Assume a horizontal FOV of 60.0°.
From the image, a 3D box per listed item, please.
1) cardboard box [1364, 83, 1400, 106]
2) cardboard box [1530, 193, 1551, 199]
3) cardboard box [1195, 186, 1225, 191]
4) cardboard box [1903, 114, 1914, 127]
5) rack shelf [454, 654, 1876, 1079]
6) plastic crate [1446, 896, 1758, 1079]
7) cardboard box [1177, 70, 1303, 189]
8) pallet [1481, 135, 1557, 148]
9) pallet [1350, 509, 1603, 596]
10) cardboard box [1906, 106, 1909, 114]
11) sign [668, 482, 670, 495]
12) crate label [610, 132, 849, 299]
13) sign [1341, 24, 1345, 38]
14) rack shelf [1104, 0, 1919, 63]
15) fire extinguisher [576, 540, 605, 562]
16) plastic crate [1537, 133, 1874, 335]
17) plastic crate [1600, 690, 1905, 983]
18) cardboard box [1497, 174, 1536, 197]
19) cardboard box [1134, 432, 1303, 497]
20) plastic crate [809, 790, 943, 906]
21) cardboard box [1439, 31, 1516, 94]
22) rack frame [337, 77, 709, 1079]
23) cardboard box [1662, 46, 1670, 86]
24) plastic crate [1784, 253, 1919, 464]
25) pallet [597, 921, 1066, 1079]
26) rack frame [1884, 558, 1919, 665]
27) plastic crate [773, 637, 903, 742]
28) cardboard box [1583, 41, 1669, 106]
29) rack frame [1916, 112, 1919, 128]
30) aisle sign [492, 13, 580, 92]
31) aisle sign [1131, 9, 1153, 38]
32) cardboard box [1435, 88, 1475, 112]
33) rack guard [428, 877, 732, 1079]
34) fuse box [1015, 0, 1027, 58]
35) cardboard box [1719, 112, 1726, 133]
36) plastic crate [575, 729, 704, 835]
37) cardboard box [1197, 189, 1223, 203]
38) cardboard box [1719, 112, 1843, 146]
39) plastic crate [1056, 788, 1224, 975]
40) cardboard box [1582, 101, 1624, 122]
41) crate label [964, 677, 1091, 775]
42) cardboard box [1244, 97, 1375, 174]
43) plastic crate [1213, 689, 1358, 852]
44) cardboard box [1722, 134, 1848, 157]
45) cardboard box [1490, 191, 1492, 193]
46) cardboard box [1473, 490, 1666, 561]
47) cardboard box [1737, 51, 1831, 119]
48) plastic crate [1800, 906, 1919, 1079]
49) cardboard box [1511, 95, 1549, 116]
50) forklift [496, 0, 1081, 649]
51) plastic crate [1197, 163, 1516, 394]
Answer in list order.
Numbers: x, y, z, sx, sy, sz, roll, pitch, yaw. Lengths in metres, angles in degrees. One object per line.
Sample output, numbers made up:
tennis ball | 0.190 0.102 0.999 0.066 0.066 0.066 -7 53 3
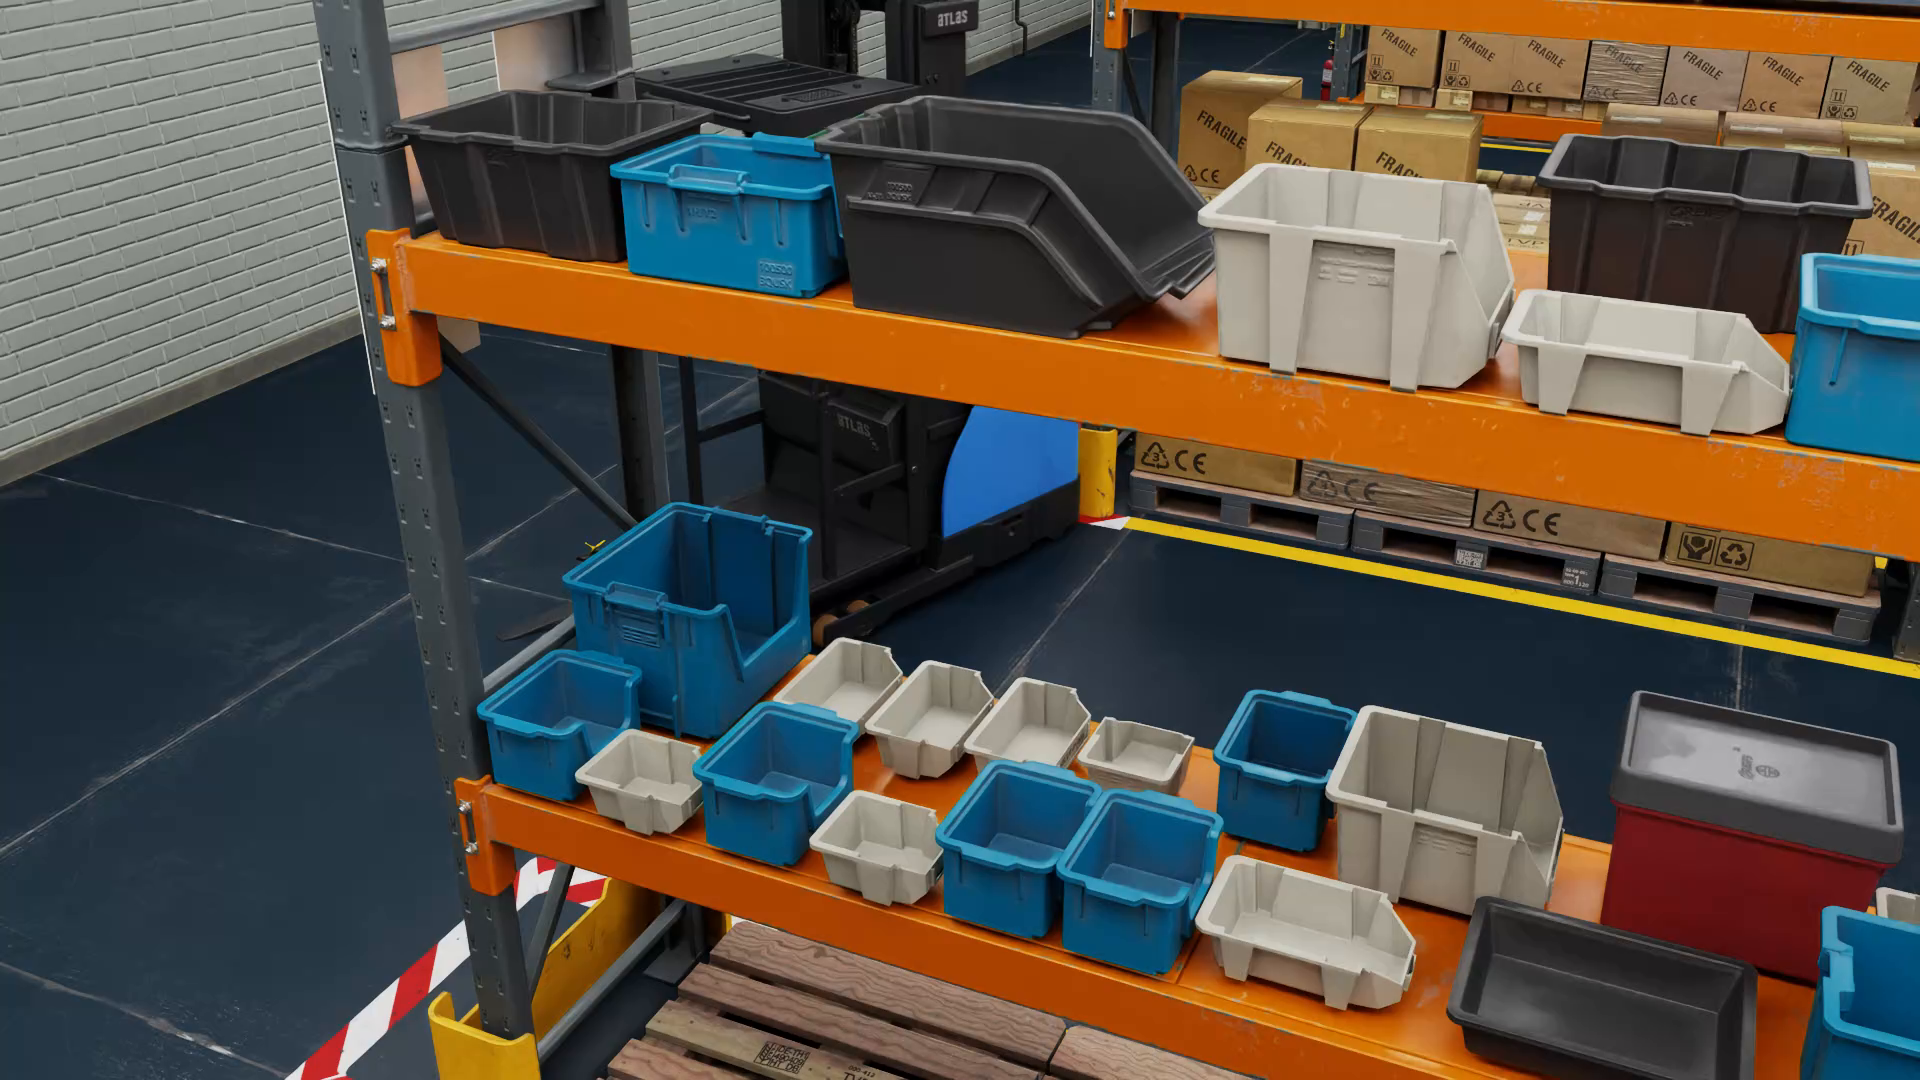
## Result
cardboard box | 3.210 -3.388 12.520 0.250 0.149 0.380 11 28 21
cardboard box | 4.373 -2.469 12.448 0.250 0.149 0.380 13 29 24
cardboard box | 1.456 -1.800 8.843 0.500 0.250 0.500 11 28 21
cardboard box | 6.335 -2.806 11.337 0.250 0.149 0.380 11 28 21
rack shelf | 0.676 0.964 4.210 4.000 0.370 1.077 11 28 22
plastic crate | 1.366 1.007 3.552 0.590 0.125 0.437 11 28 22
cardboard box | 1.458 -2.135 8.675 0.500 0.500 0.500 12 29 22
pallet | 5.768 -4.335 17.315 1.213 0.211 1.003 11 28 22
pallet | 2.772 -0.126 8.768 1.213 0.211 1.003 11 28 22
cardboard box | 6.569 -3.031 11.795 0.250 0.149 0.380 12 29 24
sign | -0.932 -0.022 5.213 0.005 0.325 0.100 11 28 22
crate label | -0.439 -0.705 3.558 0.502 0.251 0.408 11 28 22
sign | 2.826 -3.862 12.218 0.005 0.325 0.100 11 28 22
rack shelf | 2.726 -2.373 7.593 4.000 0.370 1.077 11 28 22
fire extinguisher | -1.094 0.267 5.321 0.183 0.674 0.296 11 28 22
plastic crate | 1.479 -0.617 3.360 0.590 0.269 0.497 11 28 22
plastic crate | 1.787 0.687 3.818 0.583 0.464 0.402 11 28 22
cardboard box | 4.340 -2.735 12.988 0.250 0.149 0.380 10 28 20
cardboard box | 1.521 -0.866 9.043 0.875 0.875 0.875 11 28 22
plastic crate | -0.181 0.761 4.040 0.298 0.136 0.250 11 28 22
cardboard box | 3.843 -3.589 12.194 0.500 0.500 0.500 11 28 22
rack frame | -1.145 0.276 4.794 0.127 3.000 1.000 11 28 22
cardboard box | 4.948 -3.611 12.238 0.500 0.500 0.500 13 29 24
plastic crate | 1.536 -0.302 2.760 0.300 0.233 0.416 11 28 22
pallet | -0.410 1.693 5.072 1.213 0.211 1.003 11 28 22
rack frame | 4.547 -0.984 7.354 0.127 3.000 1.000 11 28 22
plastic crate | -0.328 0.443 4.684 0.243 0.136 0.396 11 28 22
cardboard box | 4.750 -3.404 11.818 0.500 0.500 0.500 11 28 20
rack frame | 6.692 -2.960 11.367 0.127 3.000 1.000 11 28 22
aisle sign | -1.089 -1.022 4.486 0.004 0.787 0.394 11 28 22
aisle sign | 0.964 -3.016 8.537 0.004 0.787 0.394 11 28 22
cardboard box | 3.681 -3.287 12.316 0.250 0.149 0.380 11 28 20
rack guard | -1.172 1.398 5.345 0.348 0.500 1.175 11 28 22
fuse box | 0.867 -6.962 20.954 0.414 1.711 0.539 11 28 22
cardboard box | 5.353 -2.977 11.684 0.250 0.149 0.380 10 28 20
plastic crate | -0.799 0.637 4.292 0.298 0.136 0.250 11 28 22
cardboard box | 1.231 -1.586 8.408 0.500 0.250 0.500 11 28 20
cardboard box | 3.771 -1.671 7.731 0.500 0.500 0.500 11 28 22
plastic crate | 0.415 0.797 3.857 0.300 0.233 0.416 11 28 22
cardboard box | 4.651 -3.123 11.982 0.250 0.149 0.380 12 29 24
crate label | 0.194 0.543 4.481 0.243 0.136 0.396 11 28 22
cardboard box | 1.686 -1.831 8.057 0.500 0.500 0.500 11 28 21
plastic crate | 0.831 0.596 4.265 0.300 0.233 0.416 11 28 22
cardboard box | 3.563 -1.457 7.297 0.500 0.500 0.500 12 29 22
cardboard box | 3.864 -2.536 12.584 0.250 0.149 0.380 11 28 22
cardboard box | 3.160 -0.537 8.375 0.875 0.875 0.875 11 28 22
cardboard box | 5.662 -3.209 11.422 0.500 0.500 0.500 11 28 20
plastic crate | 1.930 1.039 3.194 0.575 0.384 0.392 11 28 22
cardboard box | 4.211 -3.236 12.210 0.250 0.149 0.380 11 28 21
forklift | -0.760 -1.059 7.584 1.130 2.935 3.031 24 35 39
plastic crate | 0.745 -0.488 3.083 0.530 0.282 0.437 11 28 22
